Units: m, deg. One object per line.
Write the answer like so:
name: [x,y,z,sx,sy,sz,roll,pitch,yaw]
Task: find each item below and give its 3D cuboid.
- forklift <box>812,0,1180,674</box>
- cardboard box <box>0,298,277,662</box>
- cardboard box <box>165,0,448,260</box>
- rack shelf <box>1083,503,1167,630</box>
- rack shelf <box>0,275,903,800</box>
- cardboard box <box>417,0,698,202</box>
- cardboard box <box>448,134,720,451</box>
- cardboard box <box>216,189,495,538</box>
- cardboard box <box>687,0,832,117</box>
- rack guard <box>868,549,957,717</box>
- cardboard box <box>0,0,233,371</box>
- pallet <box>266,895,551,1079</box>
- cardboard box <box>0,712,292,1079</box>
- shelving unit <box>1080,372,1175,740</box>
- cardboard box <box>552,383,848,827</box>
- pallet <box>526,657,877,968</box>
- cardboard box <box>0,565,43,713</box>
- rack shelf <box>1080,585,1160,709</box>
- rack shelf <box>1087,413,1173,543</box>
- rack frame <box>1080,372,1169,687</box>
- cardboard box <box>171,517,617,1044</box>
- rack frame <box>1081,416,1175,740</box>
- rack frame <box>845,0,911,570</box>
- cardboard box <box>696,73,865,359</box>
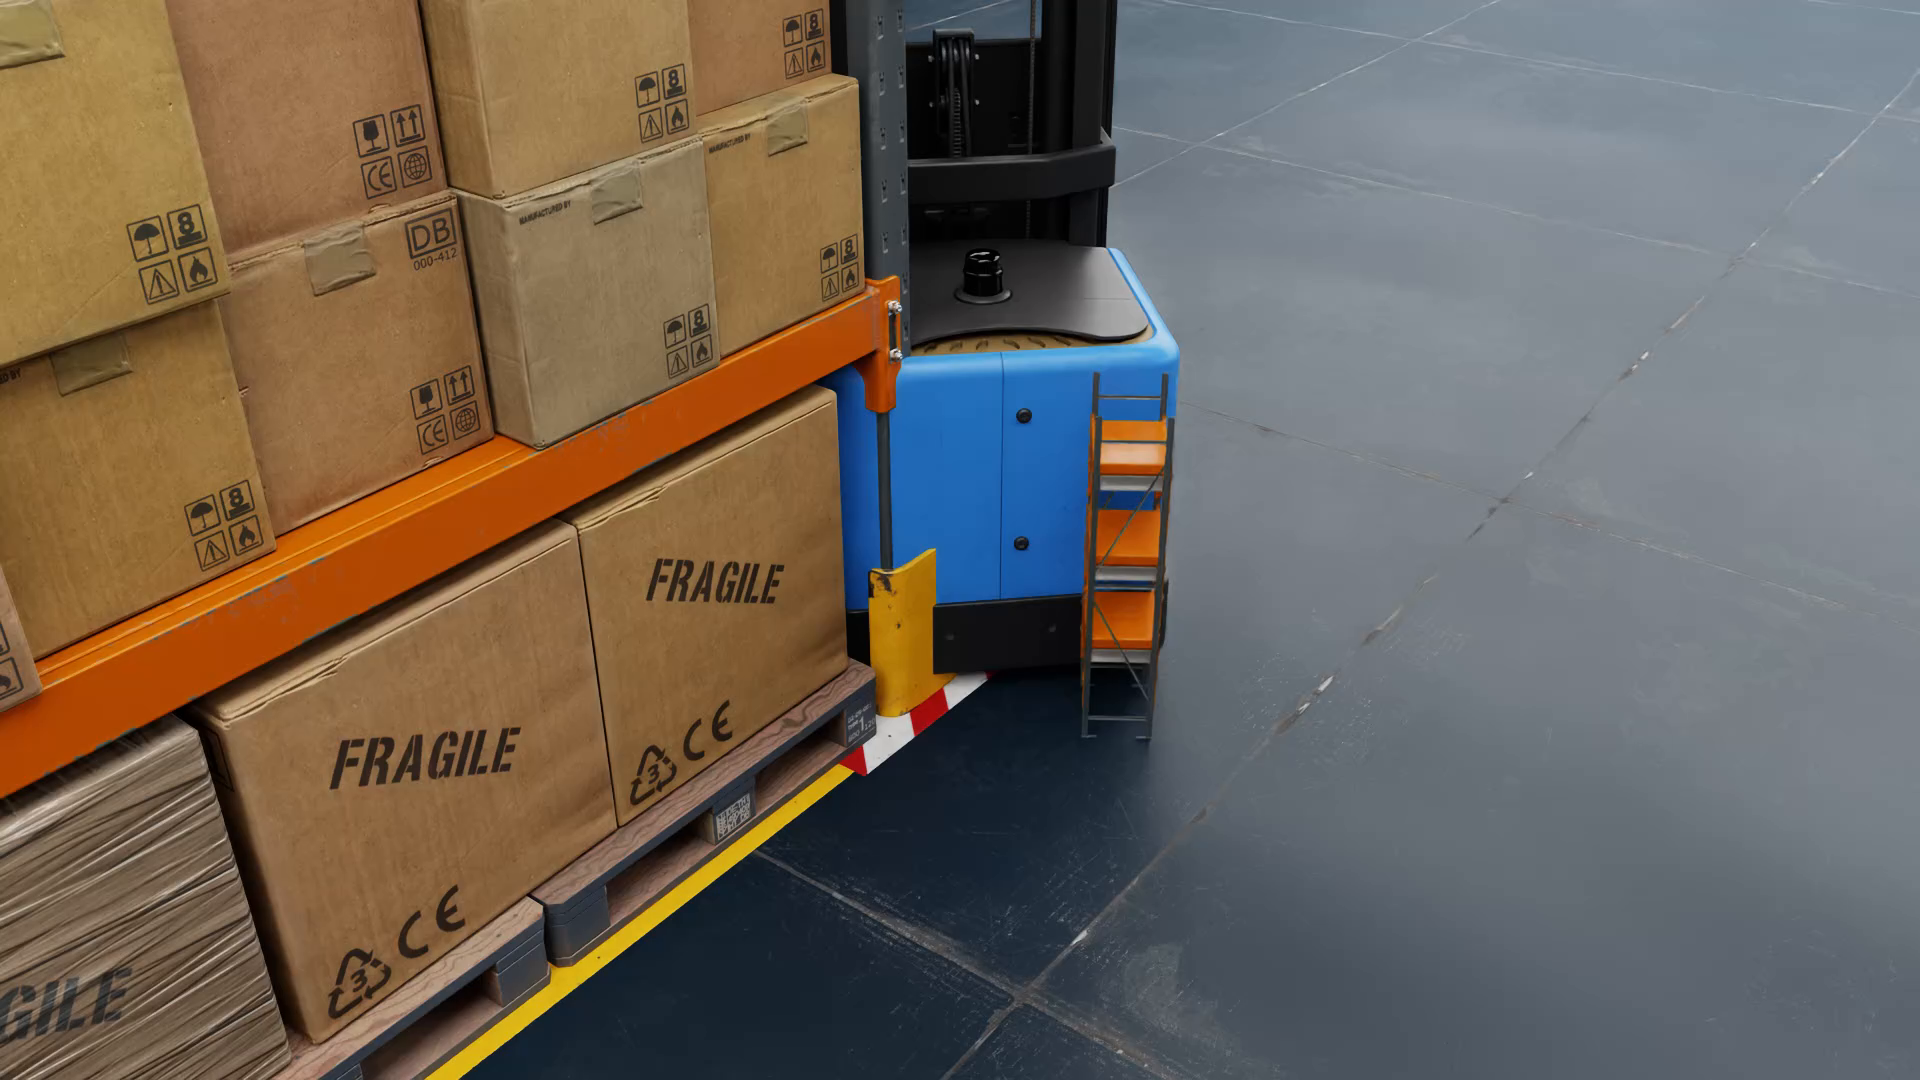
forklift: [-0.084,-1.578,5.538,1.130,2.935,3.031,-4,31,-7]
cardboard box: [-1.794,-0.249,3.081,0.875,0.550,0.500,21,37,31]
cardboard box: [-1.526,-0.949,3.203,0.875,0.550,0.550,21,37,31]
rack shelf: [0.452,0.072,4.609,0.215,0.259,0.240,1,33,2]
rack shelf: [-1.773,0.126,3.301,1.077,0.370,4.000,21,37,31]
cardboard box: [-1.079,-1.135,3.517,0.875,0.550,0.550,21,37,31]
cardboard box: [-1.069,-0.666,3.785,0.875,0.550,0.550,21,37,31]
cardboard box: [-1.507,-0.477,3.466,0.875,0.550,0.550,21,37,31]
cardboard box: [-0.821,-1.387,3.942,0.875,0.550,0.550,21,37,31]
rack guard: [-0.552,0.069,5.143,1.175,0.500,0.348,21,37,31]
cardboard box: [-1.742,-0.694,2.772,0.875,0.550,0.500,21,37,31]
pallet: [-1.723,1.046,3.778,1.003,0.211,1.213,21,37,31]
cardboard box: [-2.004,0.761,3.196,0.875,0.875,0.875,21,37,32]
shelving unit: [0.452,0.063,4.603,0.215,1.050,0.252,1,33,2]
cardboard box: [-0.923,0.033,4.425,0.875,0.875,0.875,21,37,32]
pallet: [-0.986,0.552,4.612,1.003,0.211,1.213,21,37,31]
cardboard box: [-2.034,-0.003,2.665,0.875,0.550,0.550,21,37,31]
rack shelf: [0.454,0.305,4.760,0.215,0.259,0.240,1,33,2]
rack shelf: [0.451,-0.166,4.455,0.215,0.259,0.240,1,33,2]
rack frame: [0.457,-0.003,4.706,0.200,1.050,0.008,1,33,2]
cardboard box: [-1.452,0.391,3.820,0.875,0.875,0.875,20,36,31]
rack frame: [0.447,0.129,4.501,0.200,1.050,0.008,1,33,2]
rack frame: [-0.566,-0.997,4.490,1.000,3.000,0.127,21,37,31]
cardboard box: [-0.754,-0.896,4.173,0.875,0.550,0.550,21,37,31]
